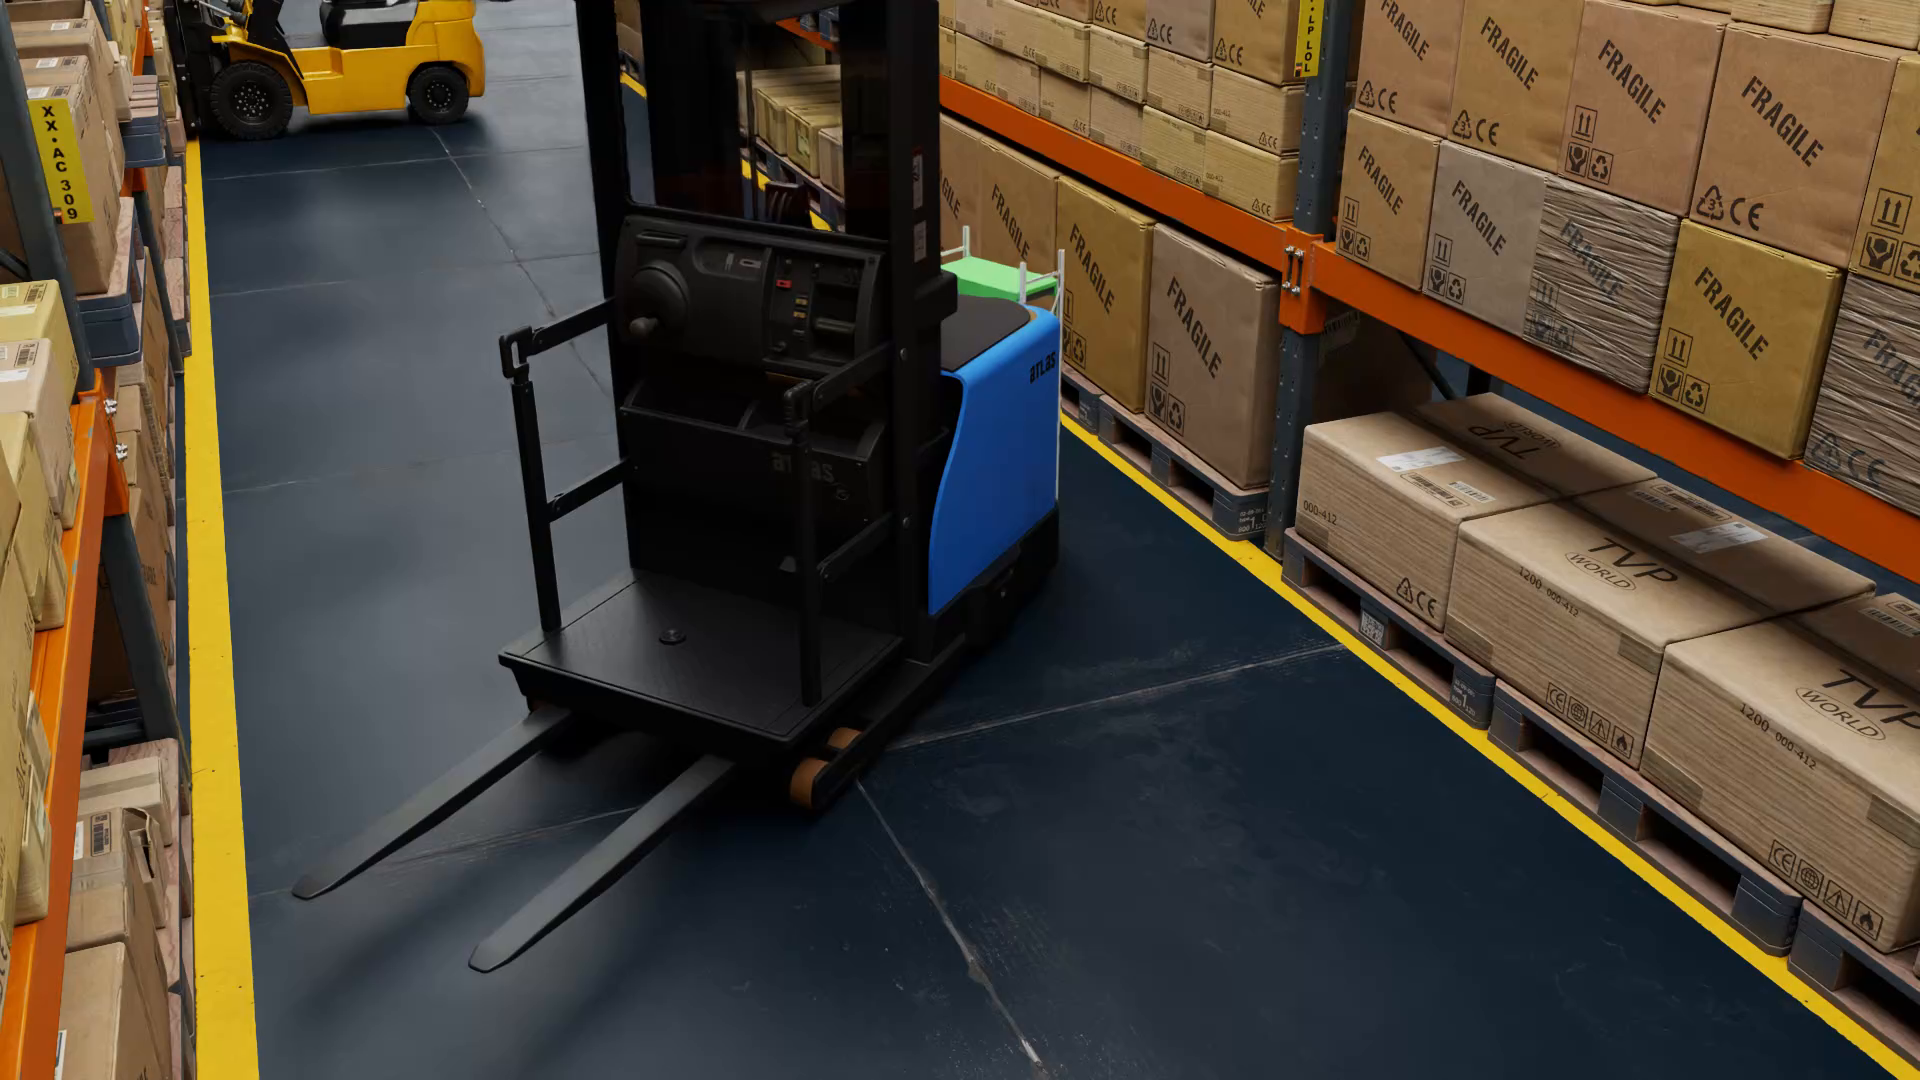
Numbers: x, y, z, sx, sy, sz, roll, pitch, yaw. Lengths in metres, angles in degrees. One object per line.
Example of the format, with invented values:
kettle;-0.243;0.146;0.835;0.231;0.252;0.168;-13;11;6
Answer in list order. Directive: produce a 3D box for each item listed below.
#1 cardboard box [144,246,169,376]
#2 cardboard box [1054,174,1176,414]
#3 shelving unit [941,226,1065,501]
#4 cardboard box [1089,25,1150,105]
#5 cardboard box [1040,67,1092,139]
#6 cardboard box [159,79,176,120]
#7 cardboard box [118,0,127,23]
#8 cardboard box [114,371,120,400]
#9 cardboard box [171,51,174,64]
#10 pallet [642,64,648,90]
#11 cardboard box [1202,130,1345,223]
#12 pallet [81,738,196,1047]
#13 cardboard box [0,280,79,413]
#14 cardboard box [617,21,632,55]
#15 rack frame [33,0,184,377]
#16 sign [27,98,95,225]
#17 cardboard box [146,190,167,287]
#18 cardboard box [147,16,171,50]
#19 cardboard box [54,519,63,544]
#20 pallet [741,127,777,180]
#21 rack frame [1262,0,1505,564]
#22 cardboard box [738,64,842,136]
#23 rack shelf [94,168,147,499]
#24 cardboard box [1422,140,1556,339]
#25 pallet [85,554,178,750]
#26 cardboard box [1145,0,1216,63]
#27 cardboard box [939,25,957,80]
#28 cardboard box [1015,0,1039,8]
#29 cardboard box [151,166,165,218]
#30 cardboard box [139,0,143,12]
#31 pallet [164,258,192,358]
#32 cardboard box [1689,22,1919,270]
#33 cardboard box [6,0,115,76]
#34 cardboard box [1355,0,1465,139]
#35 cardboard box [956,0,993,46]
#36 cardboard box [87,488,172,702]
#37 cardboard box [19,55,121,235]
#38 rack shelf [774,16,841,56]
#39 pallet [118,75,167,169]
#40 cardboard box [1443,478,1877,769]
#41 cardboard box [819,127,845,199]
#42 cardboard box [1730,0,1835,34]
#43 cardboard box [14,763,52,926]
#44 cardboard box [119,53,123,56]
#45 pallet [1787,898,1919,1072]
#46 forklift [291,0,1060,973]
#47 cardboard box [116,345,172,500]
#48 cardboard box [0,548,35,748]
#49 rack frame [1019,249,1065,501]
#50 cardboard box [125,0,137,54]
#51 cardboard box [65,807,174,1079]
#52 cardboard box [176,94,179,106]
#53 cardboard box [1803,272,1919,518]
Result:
cardboard box;-4.072;-1.057;7.867;0.500;0.500;0.500;-10;28;-19
cardboard box;1.019;-1.199;7.730;0.875;0.875;0.875;-10;28;-19
shelving unit;0.128;-0.587;6.585;0.503;1.200;0.258;22;34;38
cardboard box;0.889;-2.067;7.167;0.500;0.250;0.500;-10;28;-19
cardboard box;0.704;-2.056;7.714;0.500;0.250;0.500;-11;28;-21
cardboard box;-5.907;-3.167;11.902;0.500;0.250;0.500;-11;28;-21
cardboard box;-4.768;-2.921;8.915;0.500;0.250;0.500;-11;28;-22
cardboard box;-3.334;-0.575;6.139;0.380;0.149;0.250;-10;28;-19
cardboard box;-6.490;-3.779;13.156;0.500;0.250;0.500;-11;28;-21
pallet;-2.213;-4.100;14.907;1.003;0.211;1.213;-11;28;-21
cardboard box;1.289;-1.436;6.443;0.500;0.250;0.500;-11;28;-22
pallet;-2.601;1.020;4.421;1.003;0.211;1.213;-11;28;-21
cardboard box;-2.445;-0.414;4.010;0.500;0.250;0.500;-10;28;-19
cardboard box;-2.941;-4.790;15.796;0.500;0.250;0.500;-11;28;-21
rack frame;-4.435;-2.126;7.685;1.000;3.000;0.127;-11;28;-21
sign;-2.373;-0.996;4.385;0.100;0.325;0.005;-11;28;-21
cardboard box;-4.667;-1.502;8.634;0.875;0.625;0.625;-10;28;-19
cardboard box;-6.299;-3.799;12.628;0.500;0.250;0.500;-10;28;-19
cardboard box;-2.188;0.000;3.618;0.380;0.149;0.250;-10;28;-19
pallet;-1.130;-3.028;12.711;1.003;0.211;1.213;-11;28;-21
rack frame;1.697;-1.365;6.128;1.000;3.000;0.127;-11;28;-21
cardboard box;-1.228;-3.391;12.794;0.950;0.372;0.625;-10;28;-20
rack shelf;-3.652;-0.995;6.189;1.077;0.370;4.000;-11;28;-21
cardboard box;1.833;-0.972;5.208;0.500;0.500;0.500;-10;28;-20
pallet;-3.222;0.420;5.649;1.003;0.211;1.213;-11;28;-21
cardboard box;1.081;-2.204;6.592;0.500;0.500;0.500;-10;28;-20
cardboard box;0.091;-2.672;8.975;0.500;0.250;0.500;-11;28;-21
cardboard box;0.490;-2.823;7.860;0.500;0.500;0.500;-10;28;-19
cardboard box;-5.490;-2.339;10.349;0.875;0.625;0.625;-11;28;-21
cardboard box;-5.564;-3.515;10.701;0.500;0.250;0.500;-10;28;-19
pallet;-4.722;-1.212;8.991;1.003;0.211;1.213;-11;28;-21
cardboard box;2.238;-1.008;4.142;0.500;0.500;0.500;-11;28;-21
cardboard box;-3.626;-1.734;6.286;0.797;0.503;0.637;-11;28;-22
cardboard box;1.660;-1.626;5.407;0.500;0.500;0.500;-10;28;-20
cardboard box;0.303;-2.682;8.424;0.500;0.250;0.500;-10;28;-19
cardboard box;-2.851;0.190;5.313;0.500;0.500;0.500;-9;28;-18
cardboard box;-3.055;-1.187;5.170;0.700;0.500;0.500;-10;28;-20
rack shelf;-0.653;-3.464;11.246;1.077;0.370;4.000;-11;28;-21
pallet;-4.105;-1.778;7.191;1.213;0.211;1.003;-11;28;-21
cardboard box;2.195;0.231;5.301;0.875;0.438;0.875;-11;28;-22
cardboard box;-0.378;-2.514;10.997;0.950;0.372;0.625;-11;28;-22
cardboard box;2.161;-1.361;4.126;0.380;0.149;0.250;-10;28;-20
cardboard box;-1.638;0.508;2.576;0.380;0.149;0.250;-11;28;-22
cardboard box;-4.384;-2.279;8.171;0.500;0.250;0.500;-10;28;-20
pallet;2.878;1.193;4.066;1.003;0.211;1.213;-11;28;-21
forklift;-0.754;-0.713;4.871;1.130;2.935;3.031;13;29;25
cardboard box;-3.458;-0.436;6.595;0.500;0.500;0.500;-12;28;-22
cardboard box;-1.851;0.198;2.758;0.500;0.250;0.500;-11;28;-22
rack frame;0.306;-0.514;6.435;0.015;1.200;0.240;22;34;38
cardboard box;-4.986;-2.900;9.441;0.500;0.250;0.500;-10;28;-19
cardboard box;-2.160;1.004;3.644;0.700;0.500;0.500;-12;28;-23
cardboard box;-6.100;-3.148;12.434;0.500;0.250;0.500;-11;28;-22
cardboard box;2.438;-0.356;3.946;0.500;0.500;0.500;-10;28;-19
